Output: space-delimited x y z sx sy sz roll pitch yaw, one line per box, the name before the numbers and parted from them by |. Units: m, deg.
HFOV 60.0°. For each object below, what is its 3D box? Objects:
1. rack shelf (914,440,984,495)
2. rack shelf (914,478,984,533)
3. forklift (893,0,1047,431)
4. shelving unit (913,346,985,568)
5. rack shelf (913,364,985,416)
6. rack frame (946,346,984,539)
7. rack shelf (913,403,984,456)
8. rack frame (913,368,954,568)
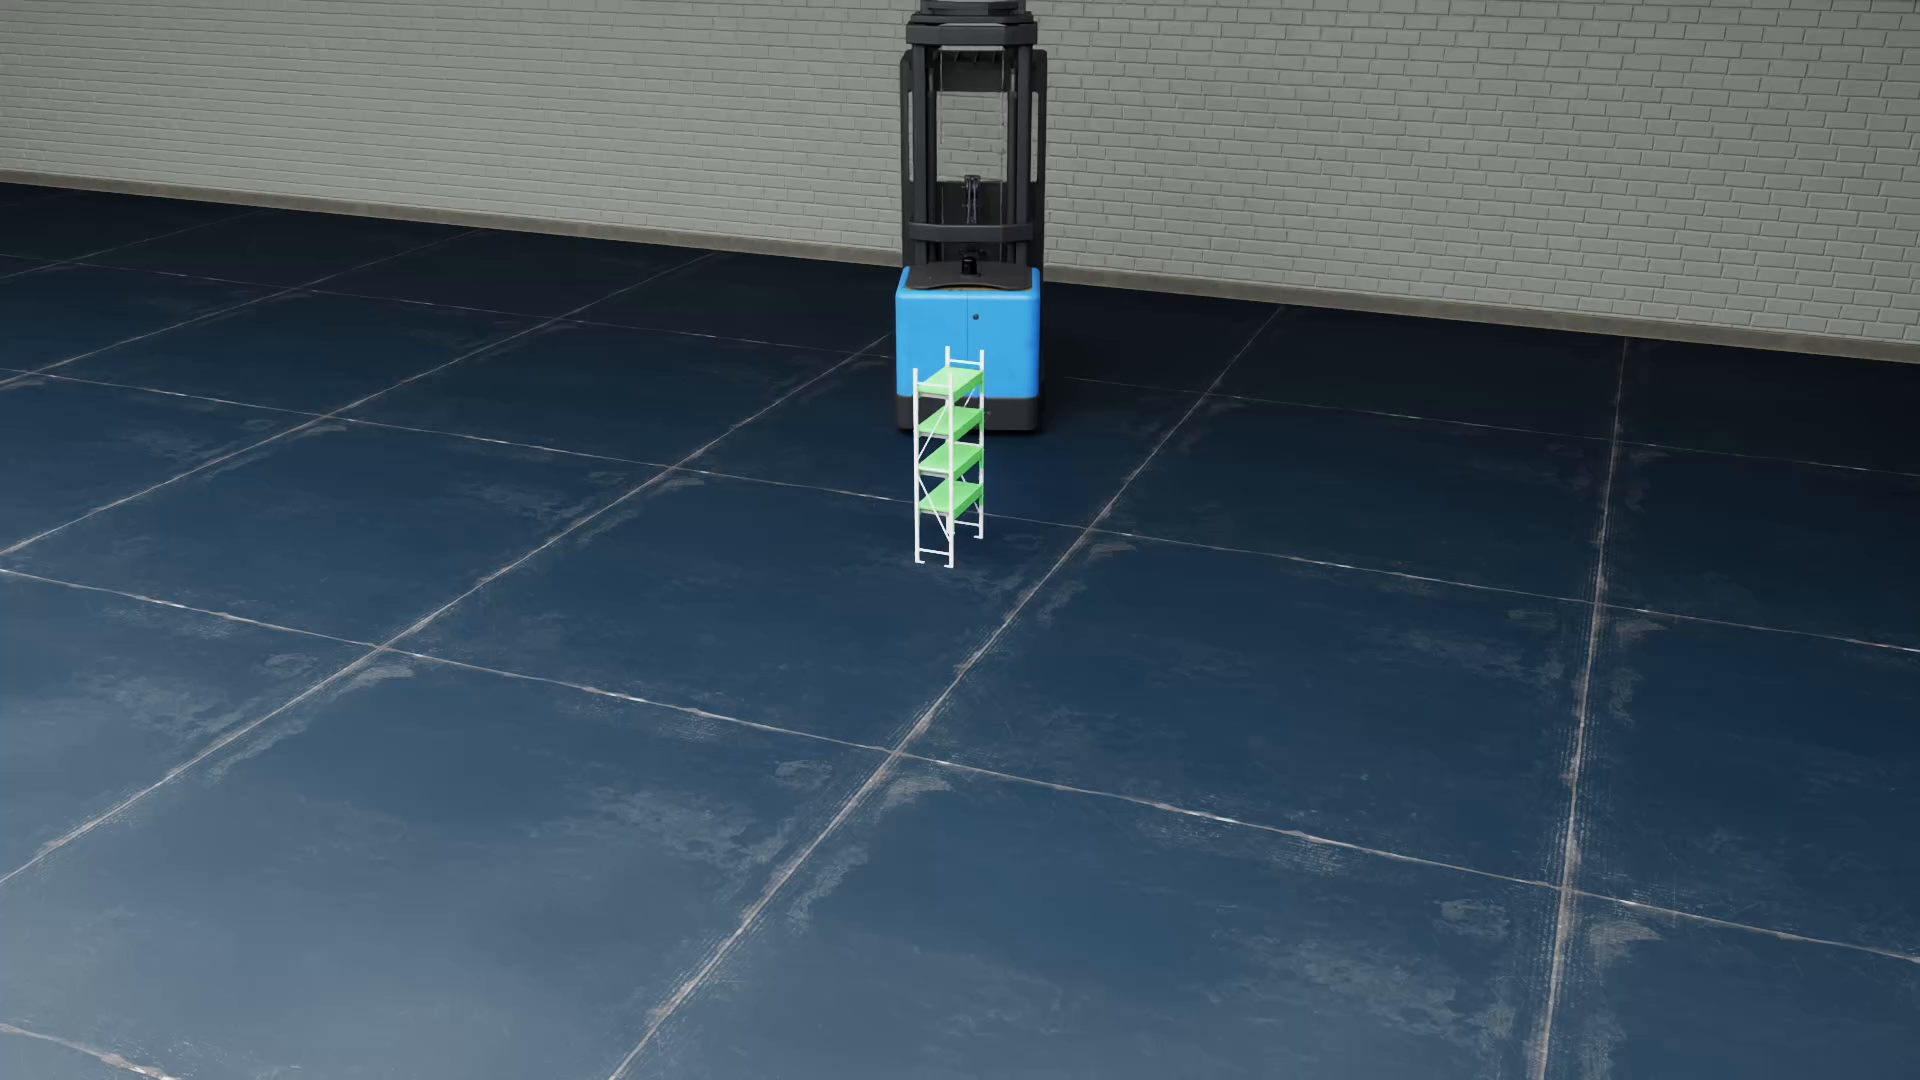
rack shelf | -0.061 -0.435 9.902 0.258 0.148 0.480 9 24 20
rack shelf | -0.061 -0.214 9.994 0.258 0.148 0.480 9 24 20
forklift | 0.109 -2.661 12.818 1.130 2.935 3.031 1 23 2
shelving unit | -0.062 -0.494 9.877 0.258 1.200 0.503 9 24 20
rack shelf | -0.062 -0.878 9.717 0.258 0.148 0.480 9 24 20
rack frame | 0.029 -0.582 10.086 0.240 1.200 0.015 9 24 20
rack shelf | -0.062 -0.657 9.809 0.258 0.148 0.480 9 24 20
rack frame | -0.152 -0.407 9.668 0.240 1.200 0.015 9 24 20
